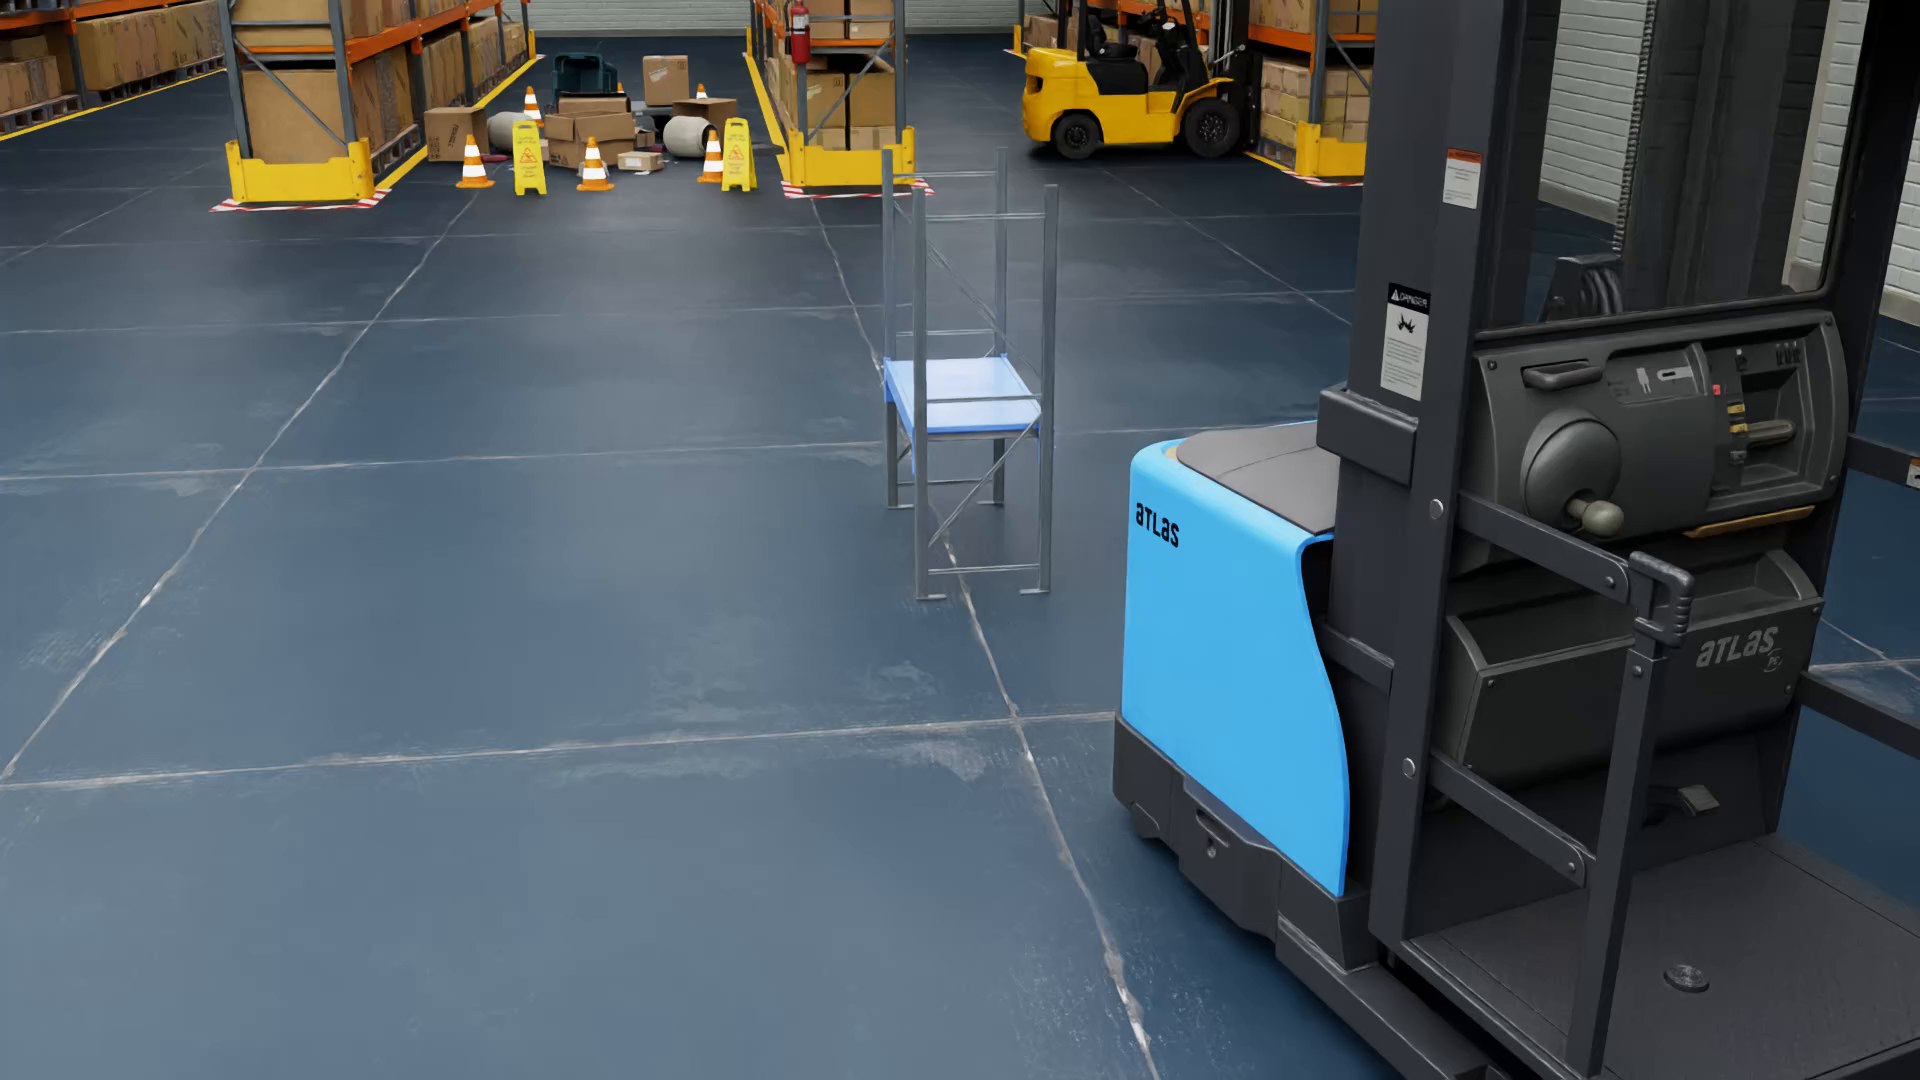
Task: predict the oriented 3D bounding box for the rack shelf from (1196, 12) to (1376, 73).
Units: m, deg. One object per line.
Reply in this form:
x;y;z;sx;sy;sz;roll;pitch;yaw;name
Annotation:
3.612;-5.386;17.879;1.077;0.370;4.000;-3;21;-8;rack shelf

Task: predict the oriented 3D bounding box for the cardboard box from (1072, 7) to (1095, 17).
2.019;-8.520;26.861;0.380;0.149;0.250;-3;21;-9;cardboard box

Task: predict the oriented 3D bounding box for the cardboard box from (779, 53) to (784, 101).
-1.770;-5.206;18.626;0.500;0.500;0.500;-2;21;-5;cardboard box

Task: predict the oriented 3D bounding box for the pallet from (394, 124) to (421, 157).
-6.439;-4.306;17.943;1.003;0.211;1.213;-3;21;-8;pallet

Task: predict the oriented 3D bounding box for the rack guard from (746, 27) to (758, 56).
-3.321;-9.156;30.517;1.175;0.500;0.348;-3;21;-8;rack guard

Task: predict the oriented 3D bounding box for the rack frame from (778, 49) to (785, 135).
-1.588;-6.164;18.933;1.000;3.000;0.127;-3;21;-8;rack frame

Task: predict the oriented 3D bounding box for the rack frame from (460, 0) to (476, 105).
-7.048;-7.264;21.879;1.000;3.000;0.127;-3;21;-8;rack frame

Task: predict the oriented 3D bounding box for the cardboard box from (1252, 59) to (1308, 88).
3.363;-4.902;17.455;0.500;0.250;0.500;-3;21;-7;cardboard box

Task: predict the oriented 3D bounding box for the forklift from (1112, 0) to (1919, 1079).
1.491;-0.215;3.102;1.130;2.935;3.031;-9;22;-23;forklift

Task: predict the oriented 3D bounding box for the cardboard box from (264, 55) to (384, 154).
-6.187;-4.232;16.196;0.875;0.875;0.875;-3;21;-9;cardboard box

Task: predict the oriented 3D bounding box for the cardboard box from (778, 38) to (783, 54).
-1.811;-5.464;18.389;0.380;0.149;0.250;-3;21;-7;cardboard box

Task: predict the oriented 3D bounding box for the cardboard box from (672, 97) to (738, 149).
-2.780;-4.555;18.193;0.500;0.500;0.500;12;24;29;cardboard box

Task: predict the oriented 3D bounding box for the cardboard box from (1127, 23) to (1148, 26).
2.741;-7.772;25.282;0.380;0.149;0.250;-3;21;-7;cardboard box

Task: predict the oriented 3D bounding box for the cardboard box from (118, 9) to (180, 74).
-12.435;-7.415;24.719;1.225;0.875;0.875;-3;21;-8;cardboard box

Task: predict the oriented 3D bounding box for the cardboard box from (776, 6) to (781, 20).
-1.860;-5.921;18.642;0.380;0.149;0.250;-3;21;-8;cardboard box

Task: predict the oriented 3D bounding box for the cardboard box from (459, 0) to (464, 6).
-6.717;-7.169;21.480;0.500;0.500;0.500;-3;21;-8;cardboard box

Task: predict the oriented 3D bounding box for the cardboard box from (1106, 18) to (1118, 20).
2.552;-8.312;26.728;0.380;0.149;0.250;-3;21;-8;cardboard box

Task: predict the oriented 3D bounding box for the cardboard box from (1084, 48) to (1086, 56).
2.172;-7.676;25.952;0.500;0.500;0.500;-4;21;-9;cardboard box

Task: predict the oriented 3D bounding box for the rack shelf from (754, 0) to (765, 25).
-2.453;-7.905;24.621;1.077;0.370;4.000;-3;21;-8;rack shelf

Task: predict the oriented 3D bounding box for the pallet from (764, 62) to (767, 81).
-2.555;-7.364;26.132;1.003;0.211;1.213;-3;21;-8;pallet

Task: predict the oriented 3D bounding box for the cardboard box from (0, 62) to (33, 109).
-11.673;-5.466;20.008;0.700;0.500;0.500;-1;21;-3;cardboard box

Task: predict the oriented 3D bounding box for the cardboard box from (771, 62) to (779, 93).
-1.978;-6.064;21.819;0.950;0.372;0.625;-3;21;-9;cardboard box

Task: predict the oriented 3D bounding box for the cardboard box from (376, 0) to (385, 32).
-6.168;-5.262;16.303;0.875;0.550;0.500;-3;21;-8;cardboard box

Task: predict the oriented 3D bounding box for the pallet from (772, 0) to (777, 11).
-1.838;-6.776;20.845;1.003;0.211;1.213;-3;21;-8;pallet

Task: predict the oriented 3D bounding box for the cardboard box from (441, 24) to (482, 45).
-6.981;-7.068;23.254;0.500;0.250;0.500;-3;21;-8;cardboard box

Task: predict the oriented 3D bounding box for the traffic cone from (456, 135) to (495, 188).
-4.566;-3.562;15.591;0.336;0.463;0.334;-3;21;-8;traffic cone

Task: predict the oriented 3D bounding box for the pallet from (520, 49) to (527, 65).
-8.108;-8.419;28.955;1.003;0.211;1.213;-3;21;-8;pallet

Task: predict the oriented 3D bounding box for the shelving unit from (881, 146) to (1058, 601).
0.012;-0.673;6.375;0.538;1.500;1.048;-3;21;-8;shelving unit

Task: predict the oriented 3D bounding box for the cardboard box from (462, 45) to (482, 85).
-6.898;-6.548;22.933;0.500;0.500;0.500;-4;21;-10;cardboard box

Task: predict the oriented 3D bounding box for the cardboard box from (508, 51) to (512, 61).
-7.398;-7.745;26.640;0.380;0.149;0.250;-2;21;-6;cardboard box

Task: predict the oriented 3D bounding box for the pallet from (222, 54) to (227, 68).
-12.931;-8.240;28.476;1.003;0.211;1.213;-3;21;-8;pallet

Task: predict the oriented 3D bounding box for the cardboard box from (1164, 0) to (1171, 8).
2.873;-6.854;20.995;0.500;0.250;0.500;-3;21;-7;cardboard box

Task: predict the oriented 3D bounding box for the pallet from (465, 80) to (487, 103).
-7.159;-6.229;23.092;1.003;0.211;1.213;-3;21;-8;pallet

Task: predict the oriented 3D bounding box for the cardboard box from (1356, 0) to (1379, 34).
4.104;-5.263;16.378;0.500;0.500;0.500;-2;21;-6;cardboard box

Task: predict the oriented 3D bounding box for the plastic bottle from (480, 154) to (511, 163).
-4.804;-3.951;17.208;0.283;0.061;0.133;-11;23;-26;plastic bottle

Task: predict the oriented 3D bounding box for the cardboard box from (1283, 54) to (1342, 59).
3.814;-5.108;18.006;0.500;0.250;0.500;-3;21;-9;cardboard box

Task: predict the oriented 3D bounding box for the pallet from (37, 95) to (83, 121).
-11.860;-5.472;21.066;1.003;0.211;1.213;-3;21;-8;pallet

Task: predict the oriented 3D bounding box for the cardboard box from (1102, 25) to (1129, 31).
2.331;-7.655;24.970;0.380;0.149;0.250;-3;21;-9;cardboard box

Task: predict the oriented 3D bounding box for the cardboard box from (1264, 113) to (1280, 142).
3.457;-4.259;17.162;0.500;0.250;0.500;-3;21;-8;cardboard box

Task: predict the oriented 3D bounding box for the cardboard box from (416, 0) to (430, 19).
-6.281;-6.122;18.677;0.500;0.500;0.500;-3;21;-7;cardboard box

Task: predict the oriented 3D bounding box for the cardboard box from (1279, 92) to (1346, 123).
3.521;-4.326;16.628;0.500;0.250;0.500;-3;21;-8;cardboard box

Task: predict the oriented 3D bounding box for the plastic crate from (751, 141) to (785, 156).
-2.173;-4.211;17.878;0.402;0.080;0.583;-11;23;-26;plastic crate

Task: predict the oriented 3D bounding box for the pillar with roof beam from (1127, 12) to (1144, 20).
-1.298;-12.065;26.159;9.100;9.000;0.400;-3;21;-8;pillar with roof beam

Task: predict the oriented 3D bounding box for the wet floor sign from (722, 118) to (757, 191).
-2.043;-3.557;15.316;0.267;0.644;0.232;4;21;11;wet floor sign

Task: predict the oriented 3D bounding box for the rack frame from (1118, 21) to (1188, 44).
2.747;-7.801;23.315;1.000;3.000;0.127;-3;21;-8;rack frame

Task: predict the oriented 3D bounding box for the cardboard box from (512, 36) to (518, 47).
-7.593;-8.324;27.766;0.380;0.149;0.250;-3;21;-7;cardboard box

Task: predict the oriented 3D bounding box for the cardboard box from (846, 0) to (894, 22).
-0.805;-5.143;15.632;0.500;0.500;0.500;-3;21;-9;cardboard box

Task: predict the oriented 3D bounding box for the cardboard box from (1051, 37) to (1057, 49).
1.748;-8.403;28.236;0.396;0.266;0.258;-2;21;-6;cardboard box

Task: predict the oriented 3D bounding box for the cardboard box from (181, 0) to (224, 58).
-12.821;-8.488;27.591;0.875;0.875;0.875;-3;21;-8;cardboard box
